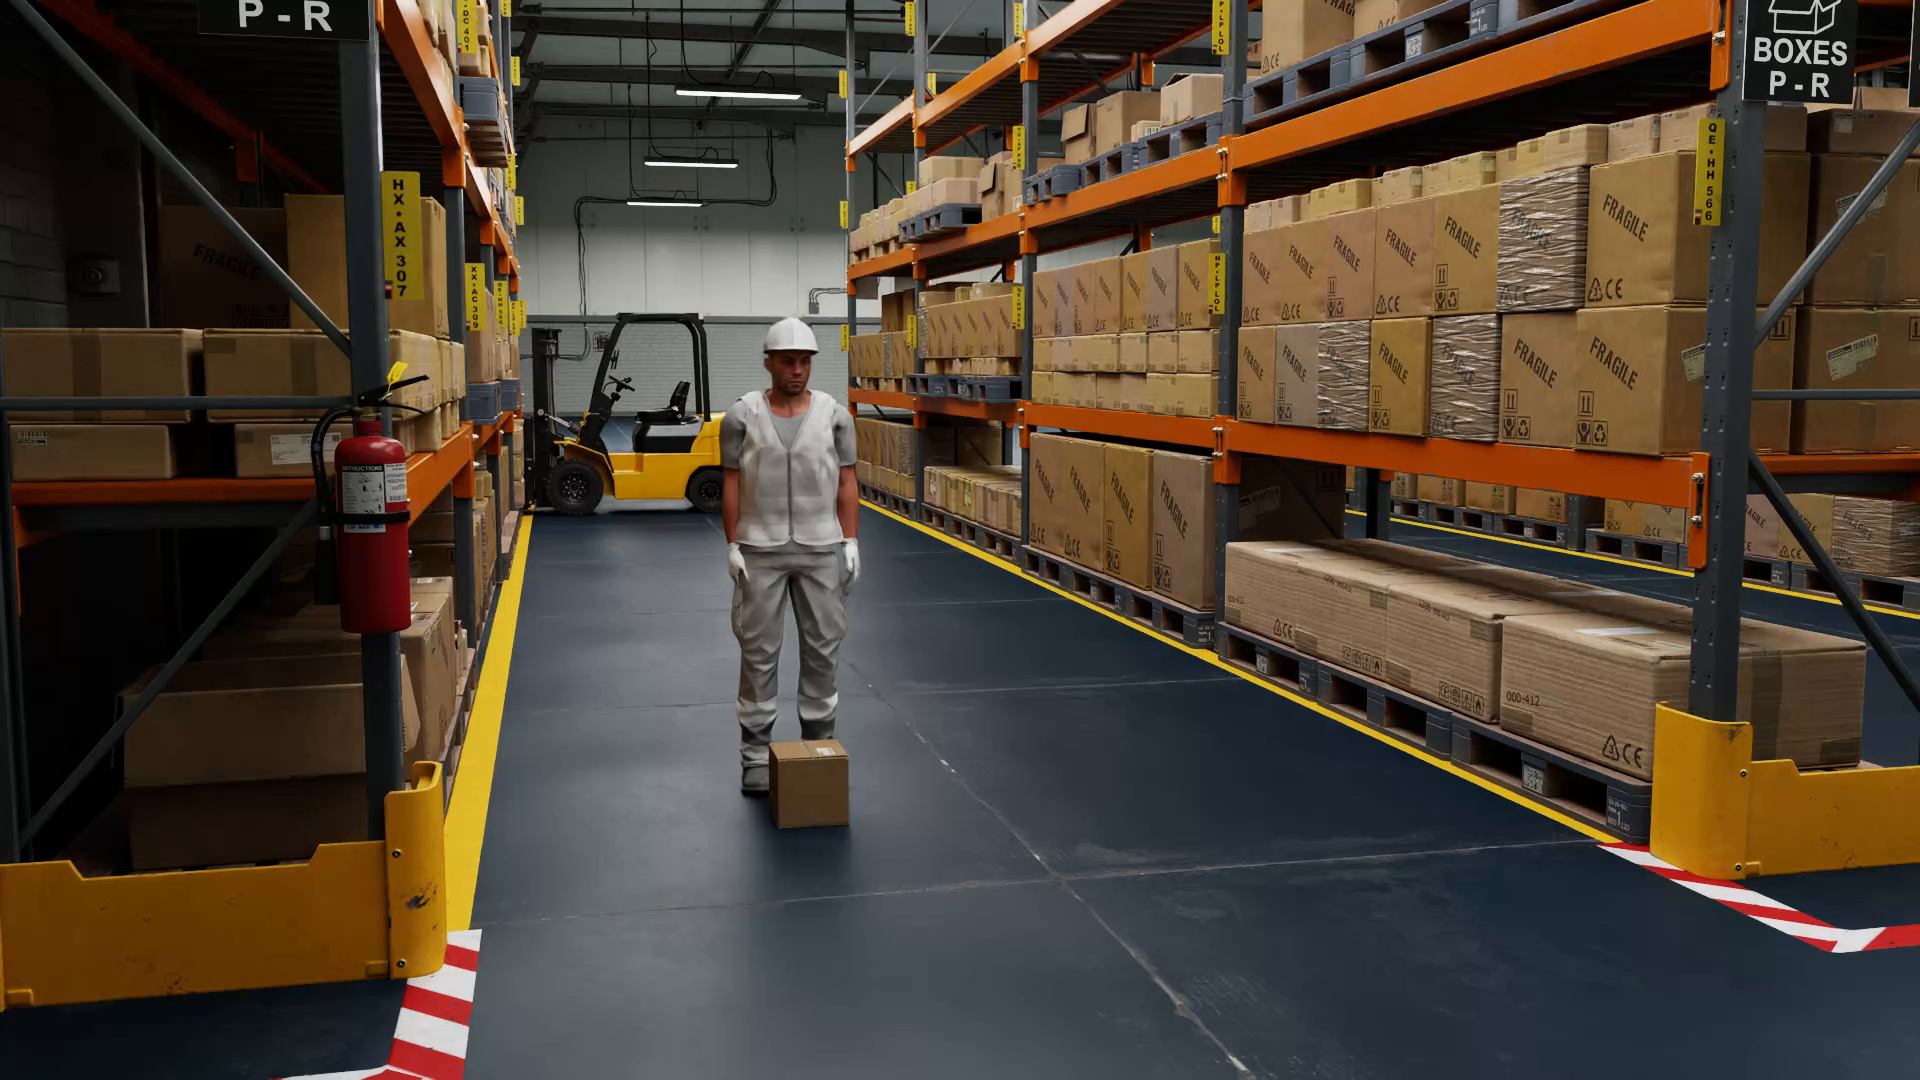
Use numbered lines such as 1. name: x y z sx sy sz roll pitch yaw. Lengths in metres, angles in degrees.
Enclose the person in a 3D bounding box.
1. person: -0.637 0.055 6.290 0.527 1.783 0.344 -1 6 -12
